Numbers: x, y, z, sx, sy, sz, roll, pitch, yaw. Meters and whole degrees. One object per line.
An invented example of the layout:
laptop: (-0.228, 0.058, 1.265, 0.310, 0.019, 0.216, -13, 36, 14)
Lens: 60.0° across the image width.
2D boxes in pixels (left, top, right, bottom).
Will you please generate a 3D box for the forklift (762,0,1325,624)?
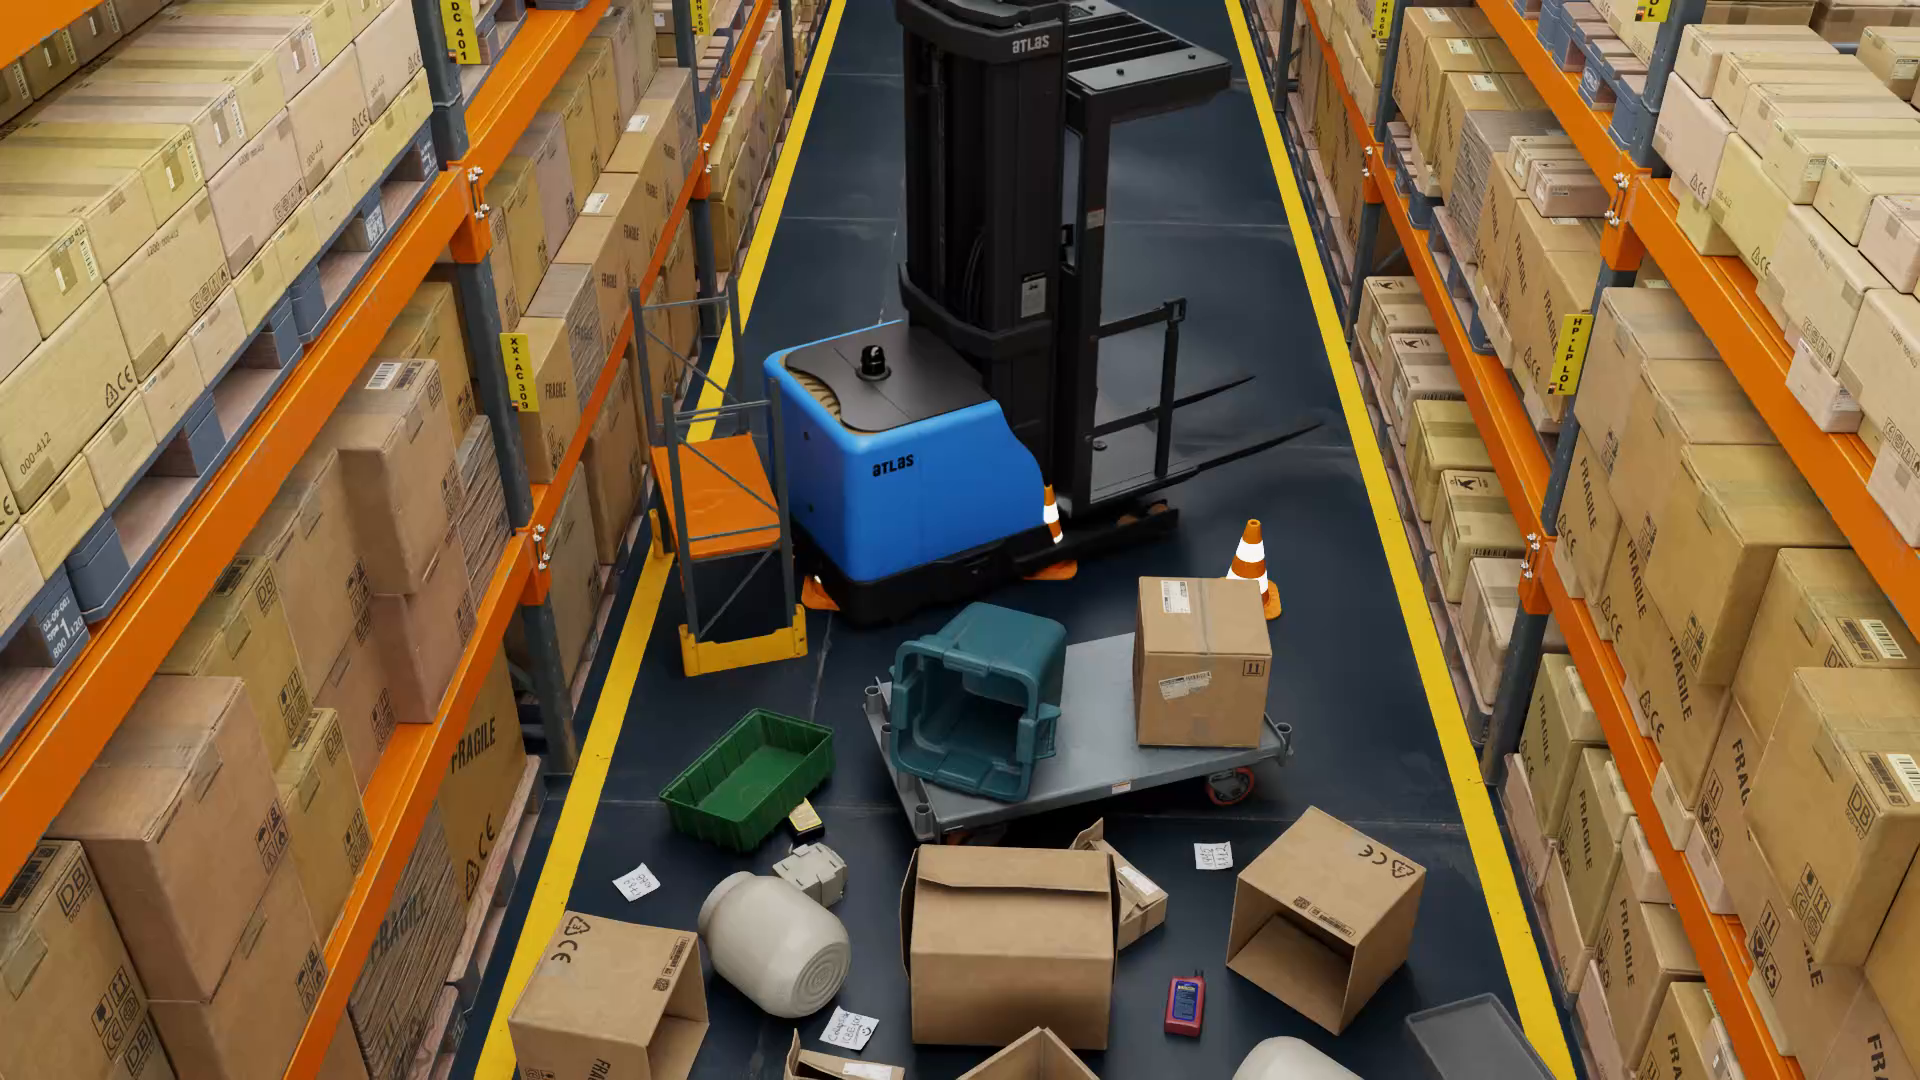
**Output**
forklift: (0.555, -1.410, 8.153, 3.031, 2.935, 1.130, -18, 39, -24)

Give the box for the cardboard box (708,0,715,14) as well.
cardboard box: (-1.775, -3.459, 10.603, 0.380, 0.149, 0.250, 1, 35, 2)

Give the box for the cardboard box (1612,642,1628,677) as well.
cardboard box: (2.497, 0.390, 5.751, 0.380, 0.149, 0.250, 1, 35, 2)

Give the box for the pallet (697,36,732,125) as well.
pallet: (-2.099, -2.874, 10.343, 1.213, 0.211, 1.003, 1, 35, 2)

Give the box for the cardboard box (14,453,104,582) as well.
cardboard box: (-1.968, -0.051, 3.318, 0.380, 0.149, 0.250, 1, 35, 2)

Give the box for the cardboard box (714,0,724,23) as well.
cardboard box: (-1.762, -3.479, 10.891, 0.380, 0.149, 0.250, 2, 35, 3)

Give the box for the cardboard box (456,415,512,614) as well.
cardboard box: (-2.185, -0.092, 6.087, 0.875, 0.550, 0.550, 1, 35, 2)

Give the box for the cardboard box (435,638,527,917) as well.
cardboard box: (-2.277, 0.815, 6.410, 0.875, 0.875, 0.875, 2, 35, 3)

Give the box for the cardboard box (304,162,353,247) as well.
cardboard box: (-1.906, -0.923, 4.558, 0.380, 0.149, 0.250, 1, 35, 2)

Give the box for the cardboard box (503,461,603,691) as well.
cardboard box: (-2.247, 0.147, 7.469, 1.050, 0.750, 0.750, 1, 35, 2)

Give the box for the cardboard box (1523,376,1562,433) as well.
cardboard box: (2.513, -0.557, 6.733, 0.380, 0.149, 0.250, 2, 35, 3)

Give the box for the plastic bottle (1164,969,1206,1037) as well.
plastic bottle: (0.843, 1.714, 6.204, 0.133, 0.061, 0.283, 7, 36, 10)

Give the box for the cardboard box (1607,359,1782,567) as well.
cardboard box: (2.492, -0.217, 5.181, 0.700, 0.500, 0.500, 2, 35, 2)

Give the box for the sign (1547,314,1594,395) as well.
sign: (2.214, -0.671, 6.034, 0.100, 0.325, 0.005, 1, 35, 2)

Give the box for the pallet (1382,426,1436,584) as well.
pallet: (2.844, -0.196, 8.790, 1.003, 0.211, 1.213, 1, 35, 2)

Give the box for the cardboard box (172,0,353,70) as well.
cardboard box: (-1.899, -1.399, 4.542, 0.380, 0.149, 0.250, 1, 35, 2)

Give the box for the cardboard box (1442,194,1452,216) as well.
cardboard box: (2.665, -1.755, 8.438, 0.380, 0.149, 0.250, 3, 35, 5)

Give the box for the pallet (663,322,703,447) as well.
pallet: (-2.128, -0.949, 9.862, 1.003, 0.211, 1.213, 1, 35, 2)

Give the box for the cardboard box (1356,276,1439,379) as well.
cardboard box: (2.896, -1.257, 9.795, 0.950, 0.372, 0.625, -1, 35, -1)

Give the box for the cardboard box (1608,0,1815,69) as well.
cardboard box: (2.647, -1.863, 5.894, 0.500, 0.250, 0.500, 1, 35, 1)

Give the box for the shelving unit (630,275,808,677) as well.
shelving unit: (-1.155, -0.315, 7.839, 0.587, 1.500, 1.083, -10, 36, -13)

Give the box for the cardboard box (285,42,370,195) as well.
cardboard box: (-1.966, -1.164, 4.554, 0.500, 0.250, 0.500, 1, 35, 2)

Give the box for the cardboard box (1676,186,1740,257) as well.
cardboard box: (2.442, -0.988, 5.103, 0.380, 0.149, 0.250, 1, 35, 2)

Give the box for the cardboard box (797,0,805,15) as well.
cardboard box: (-1.584, -4.768, 14.726, 0.380, 0.149, 0.250, 3, 35, 4)

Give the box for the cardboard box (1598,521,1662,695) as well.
cardboard box: (2.475, 0.186, 5.476, 0.500, 0.500, 0.500, 1, 35, 2)

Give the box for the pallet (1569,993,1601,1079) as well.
pallet: (2.731, 2.044, 5.604, 1.003, 0.211, 1.213, 1, 35, 2)

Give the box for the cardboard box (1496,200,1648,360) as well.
cardboard box: (2.576, -1.076, 6.908, 0.500, 0.500, 0.500, 2, 35, 2)

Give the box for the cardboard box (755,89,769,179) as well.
cardboard box: (-1.684, -2.968, 12.118, 0.500, 0.500, 0.500, 1, 35, 1)

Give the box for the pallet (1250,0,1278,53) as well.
pallet: (3.245, -4.780, 15.313, 1.003, 0.211, 1.213, 1, 35, 2)

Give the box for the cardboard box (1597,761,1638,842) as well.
cardboard box: (2.391, 0.893, 5.626, 0.380, 0.149, 0.250, 3, 35, 4)

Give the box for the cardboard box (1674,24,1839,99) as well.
cardboard box: (2.430, -1.464, 5.086, 0.380, 0.149, 0.250, 1, 35, 1)

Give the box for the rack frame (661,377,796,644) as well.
rack frame: (-1.008, -0.029, 7.433, 0.500, 1.500, 0.032, -10, 36, -13)

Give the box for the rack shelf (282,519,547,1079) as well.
rack shelf: (-2.262, 1.201, 5.004, 1.077, 0.370, 4.000, 1, 35, 2)

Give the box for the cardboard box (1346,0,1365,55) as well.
cardboard box: (2.712, -3.206, 10.345, 0.500, 0.250, 0.500, 0, 35, 1)

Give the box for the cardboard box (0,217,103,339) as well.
cardboard box: (-1.959, -0.523, 3.295, 0.380, 0.149, 0.250, 1, 35, 1)

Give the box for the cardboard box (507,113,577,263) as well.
cardboard box: (-2.128, -1.564, 7.356, 0.700, 0.500, 0.500, 2, 35, 2)

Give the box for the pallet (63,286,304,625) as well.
pallet: (-2.277, -0.265, 3.932, 1.003, 0.211, 1.213, 1, 35, 2)

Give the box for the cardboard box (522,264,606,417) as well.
cardboard box: (-1.872, -0.869, 7.237, 0.500, 0.500, 0.500, 2, 35, 2)

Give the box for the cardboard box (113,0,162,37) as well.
cardboard box: (-2.545, -1.558, 4.768, 0.380, 0.149, 0.250, 1, 35, 1)

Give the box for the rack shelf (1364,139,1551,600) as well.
rack shelf: (2.849, -1.041, 8.194, 1.077, 0.370, 4.000, 1, 35, 2)

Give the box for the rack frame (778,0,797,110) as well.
rack frame: (-1.860, -4.839, 12.972, 1.000, 3.000, 0.127, 1, 35, 2)

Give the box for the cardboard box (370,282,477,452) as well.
cardboard box: (-2.231, -0.535, 5.778, 0.875, 0.550, 0.550, 1, 35, 2)

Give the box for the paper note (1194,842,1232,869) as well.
paper note: (1.042, 1.294, 6.829, 0.148, 0.019, 0.142, 1, 35, 2)

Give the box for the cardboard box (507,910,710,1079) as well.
cardboard box: (-1.219, 1.695, 5.847, 0.500, 0.500, 0.500, 7, 36, 10)

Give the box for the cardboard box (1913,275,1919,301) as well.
cardboard box: (2.450, -0.568, 3.812, 0.380, 0.149, 0.250, 2, 35, 3)

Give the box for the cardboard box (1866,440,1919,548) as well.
cardboard box: (2.360, -0.108, 3.850, 0.380, 0.149, 0.250, 1, 35, 1)

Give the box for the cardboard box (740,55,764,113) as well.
cardboard box: (-1.679, -3.262, 11.885, 0.500, 0.250, 0.500, 0, 35, 0)

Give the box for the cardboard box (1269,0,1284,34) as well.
cardboard box: (3.258, -4.779, 14.750, 0.875, 0.438, 0.875, 0, 35, 0)

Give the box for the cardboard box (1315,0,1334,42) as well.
cardboard box: (2.723, -3.596, 11.334, 0.500, 0.250, 0.500, 1, 35, 1)
